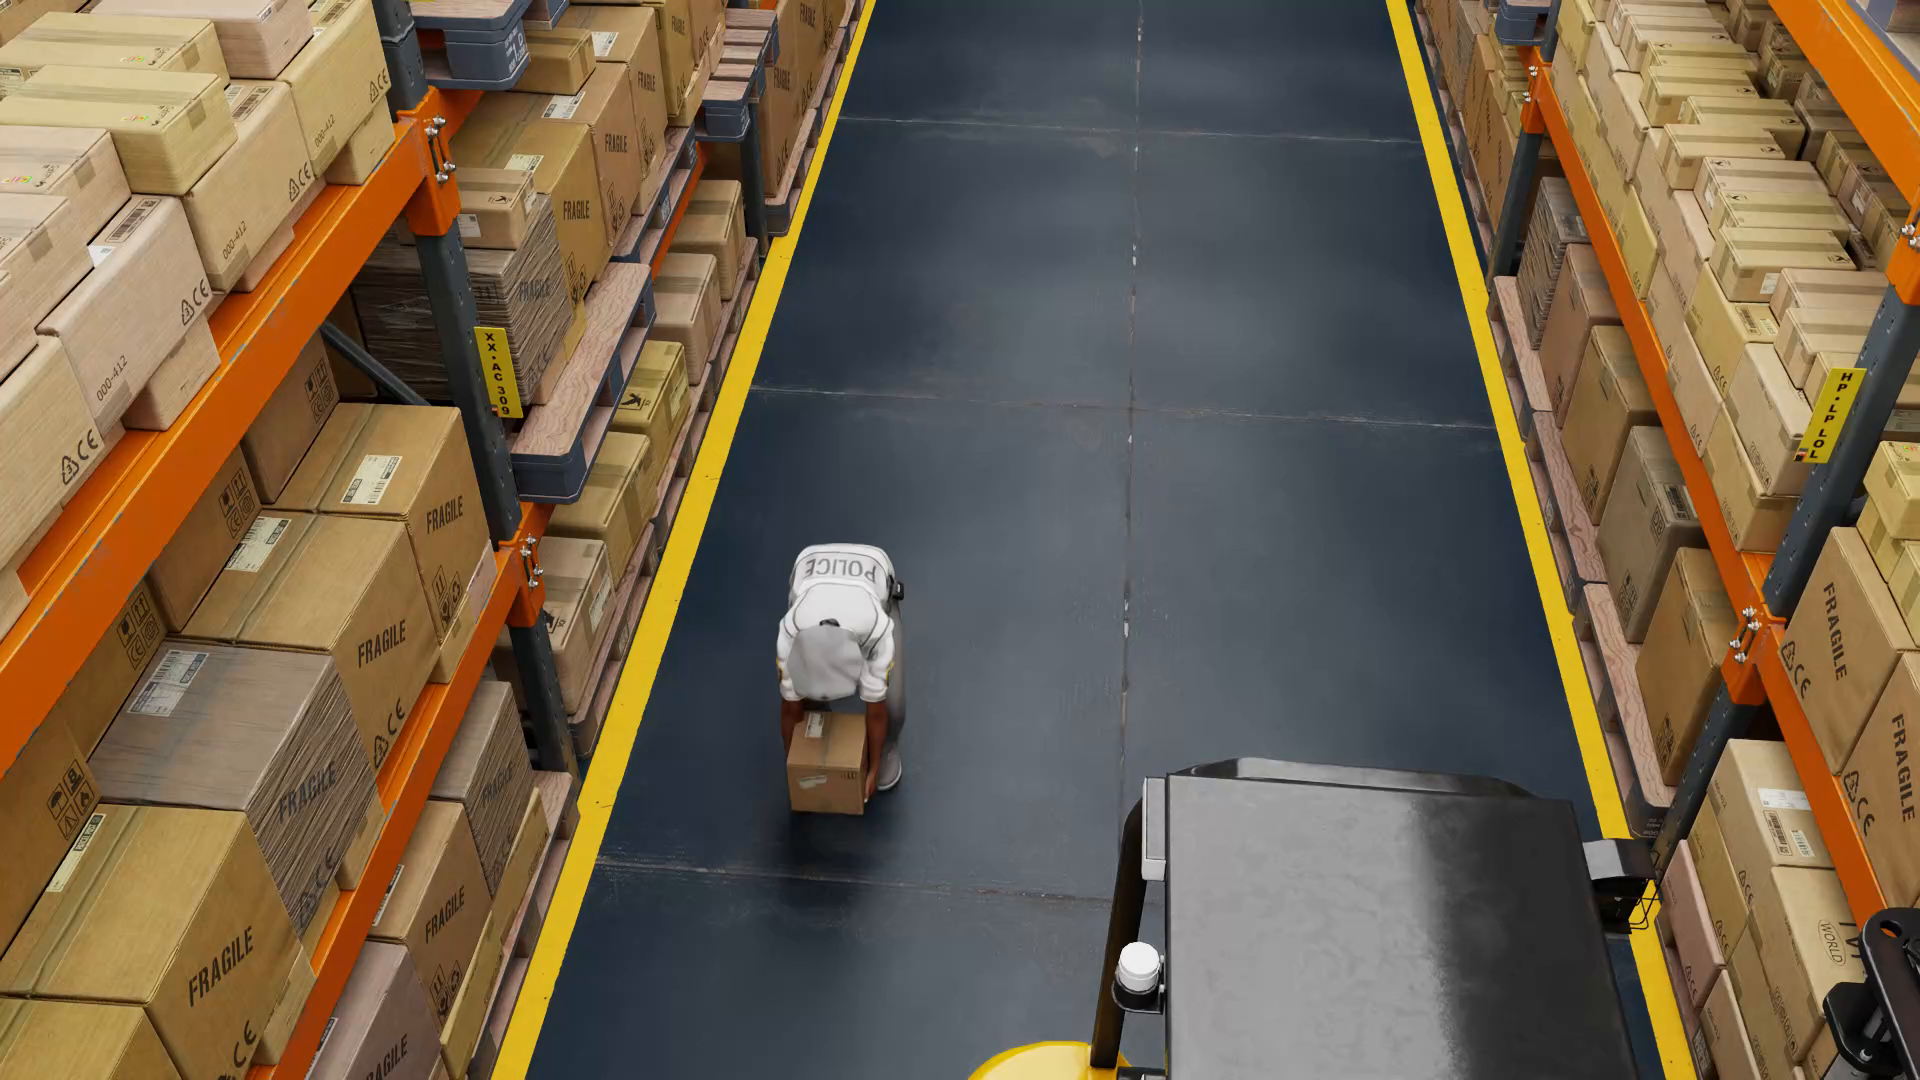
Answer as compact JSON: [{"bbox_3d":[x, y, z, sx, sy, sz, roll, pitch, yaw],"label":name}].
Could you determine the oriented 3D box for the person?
[{"bbox_3d":[-0.413,0.443,6.015,0.440,1.032,0.638,2,40,2],"label":"person"}]
